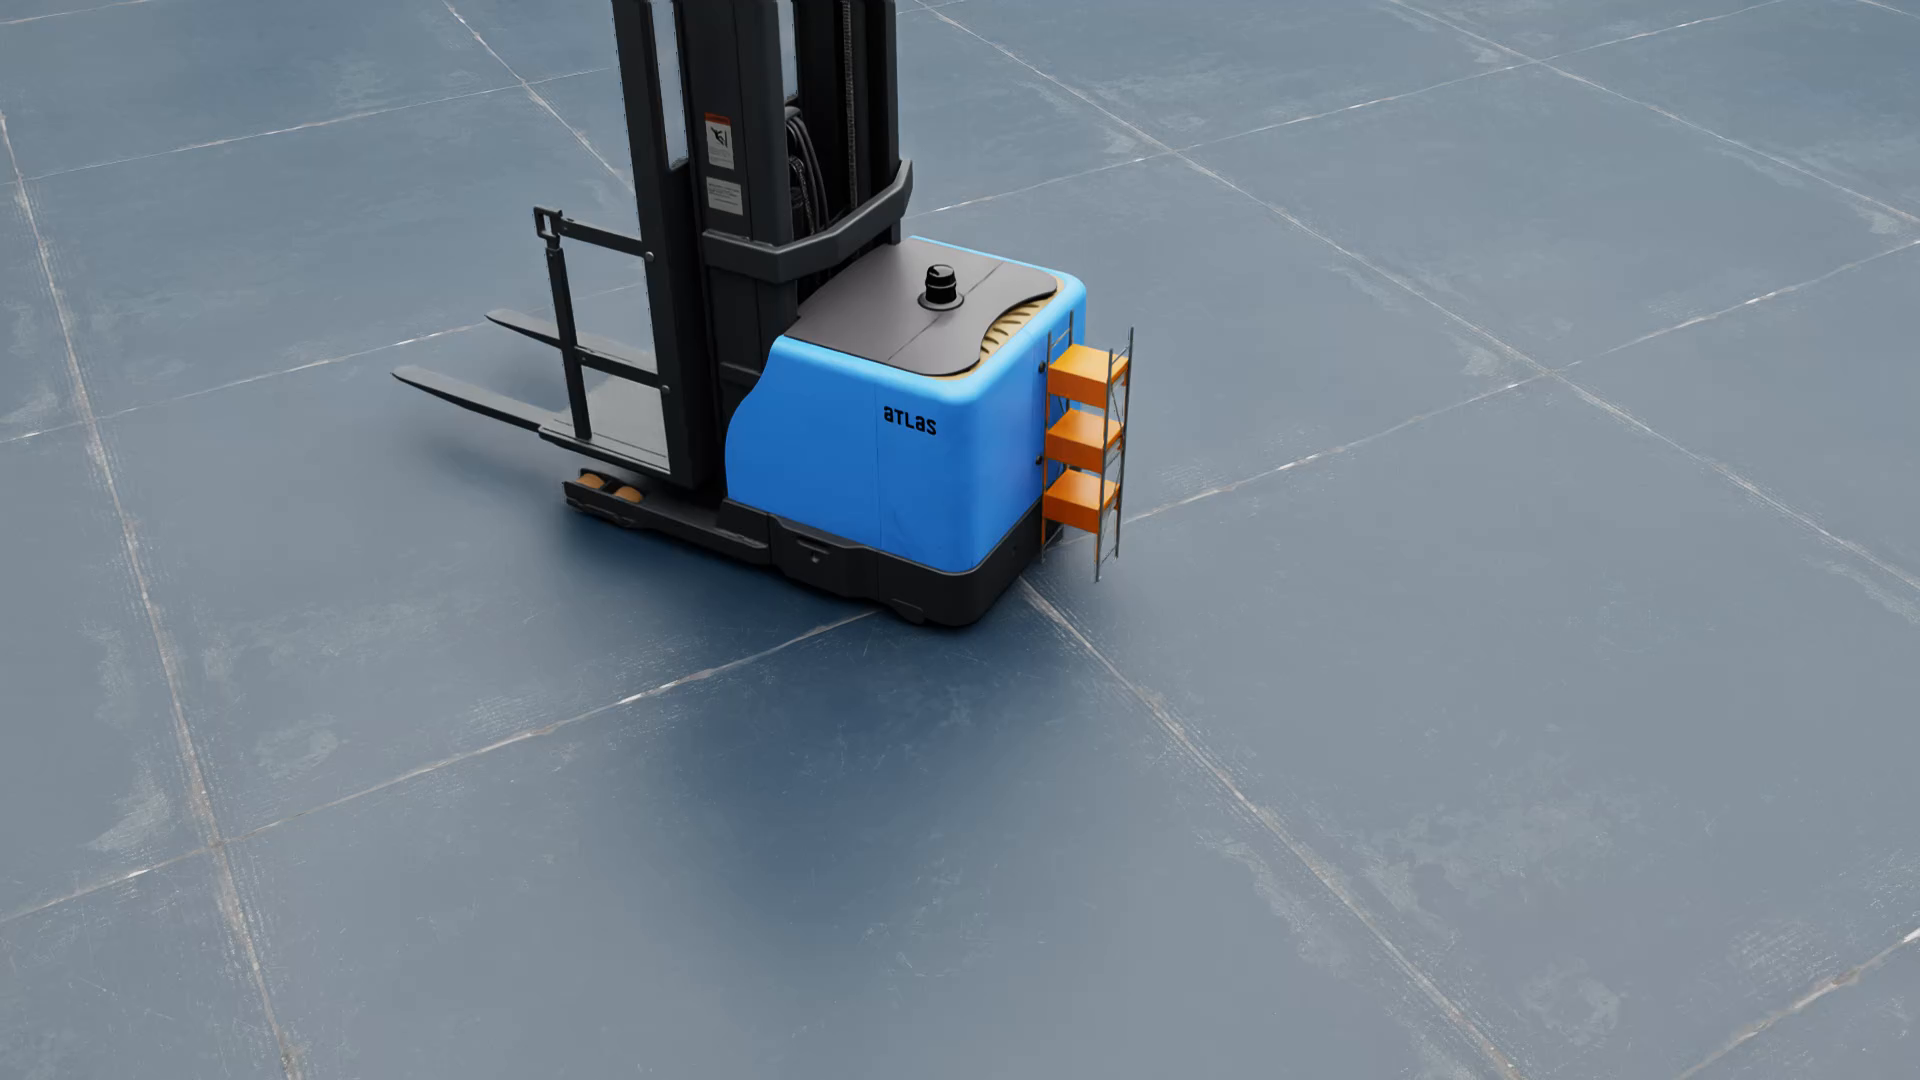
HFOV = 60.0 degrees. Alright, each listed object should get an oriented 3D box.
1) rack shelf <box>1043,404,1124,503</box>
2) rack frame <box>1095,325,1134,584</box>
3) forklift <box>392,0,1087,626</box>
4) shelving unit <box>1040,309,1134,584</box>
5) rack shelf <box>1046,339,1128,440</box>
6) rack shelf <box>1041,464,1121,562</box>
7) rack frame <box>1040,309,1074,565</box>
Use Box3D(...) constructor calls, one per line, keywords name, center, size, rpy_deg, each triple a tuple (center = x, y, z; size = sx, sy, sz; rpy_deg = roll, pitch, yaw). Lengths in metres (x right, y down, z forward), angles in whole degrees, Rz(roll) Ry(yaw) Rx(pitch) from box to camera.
Box3D(name="rack shelf", center=(0.475, -0.331, 6.331), size=(0.240, 0.259, 0.215), rpy_deg=(18, 40, 23))
Box3D(name="rack frame", center=(0.582, -0.305, 6.277), size=(0.008, 1.050, 0.200), rpy_deg=(18, 40, 23))
Box3D(name="forklift", center=(-1.045, -1.487, 6.300), size=(3.031, 2.935, 1.130), rpy_deg=(18, 40, 23))
Box3D(name="shelving unit", center=(0.475, -0.340, 6.325), size=(0.252, 1.050, 0.215), rpy_deg=(18, 40, 23))
Box3D(name="rack shelf", center=(0.475, -0.560, 6.164), size=(0.240, 0.259, 0.215), rpy_deg=(18, 40, 23))
Box3D(name="rack shelf", center=(0.475, -0.107, 6.495), size=(0.240, 0.259, 0.215), rpy_deg=(18, 40, 23))
Box3D(name="rack frame", center=(0.368, -0.375, 6.373), size=(0.008, 1.050, 0.200), rpy_deg=(18, 40, 23))
